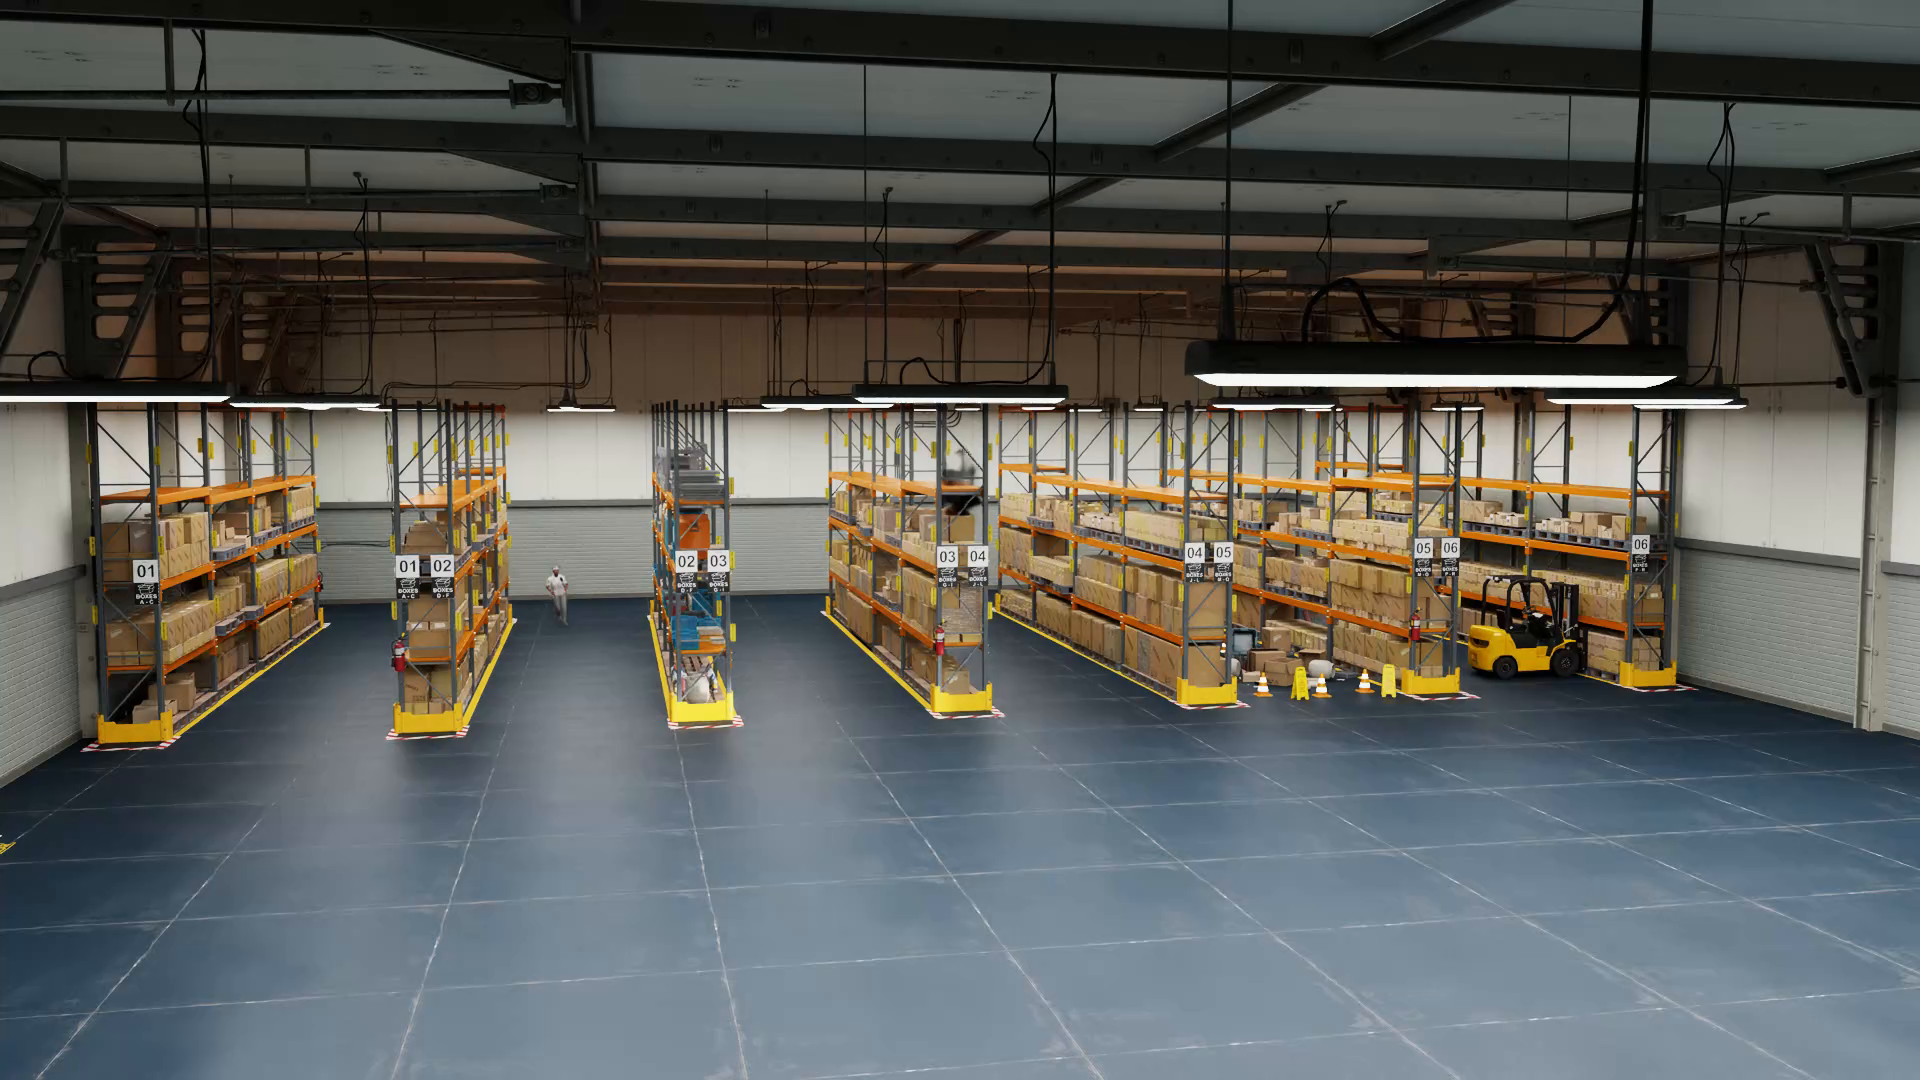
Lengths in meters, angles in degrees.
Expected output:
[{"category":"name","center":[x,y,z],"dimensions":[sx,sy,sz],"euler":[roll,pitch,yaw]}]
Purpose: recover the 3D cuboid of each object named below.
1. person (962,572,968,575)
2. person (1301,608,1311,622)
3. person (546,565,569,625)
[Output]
[{"category":"person","center":[0.078,1.322,47.399],"dimensions":[0.552,1.713,0.708],"euler":[0,4,-4]},{"category":"person","center":[9.127,1.578,43.973],"dimensions":[0.540,1.690,0.778],"euler":[-1,5,-19]},{"category":"person","center":[-10.933,1.504,45.226],"dimensions":[0.599,1.646,0.599],"euler":[-2,5,-25]}]
